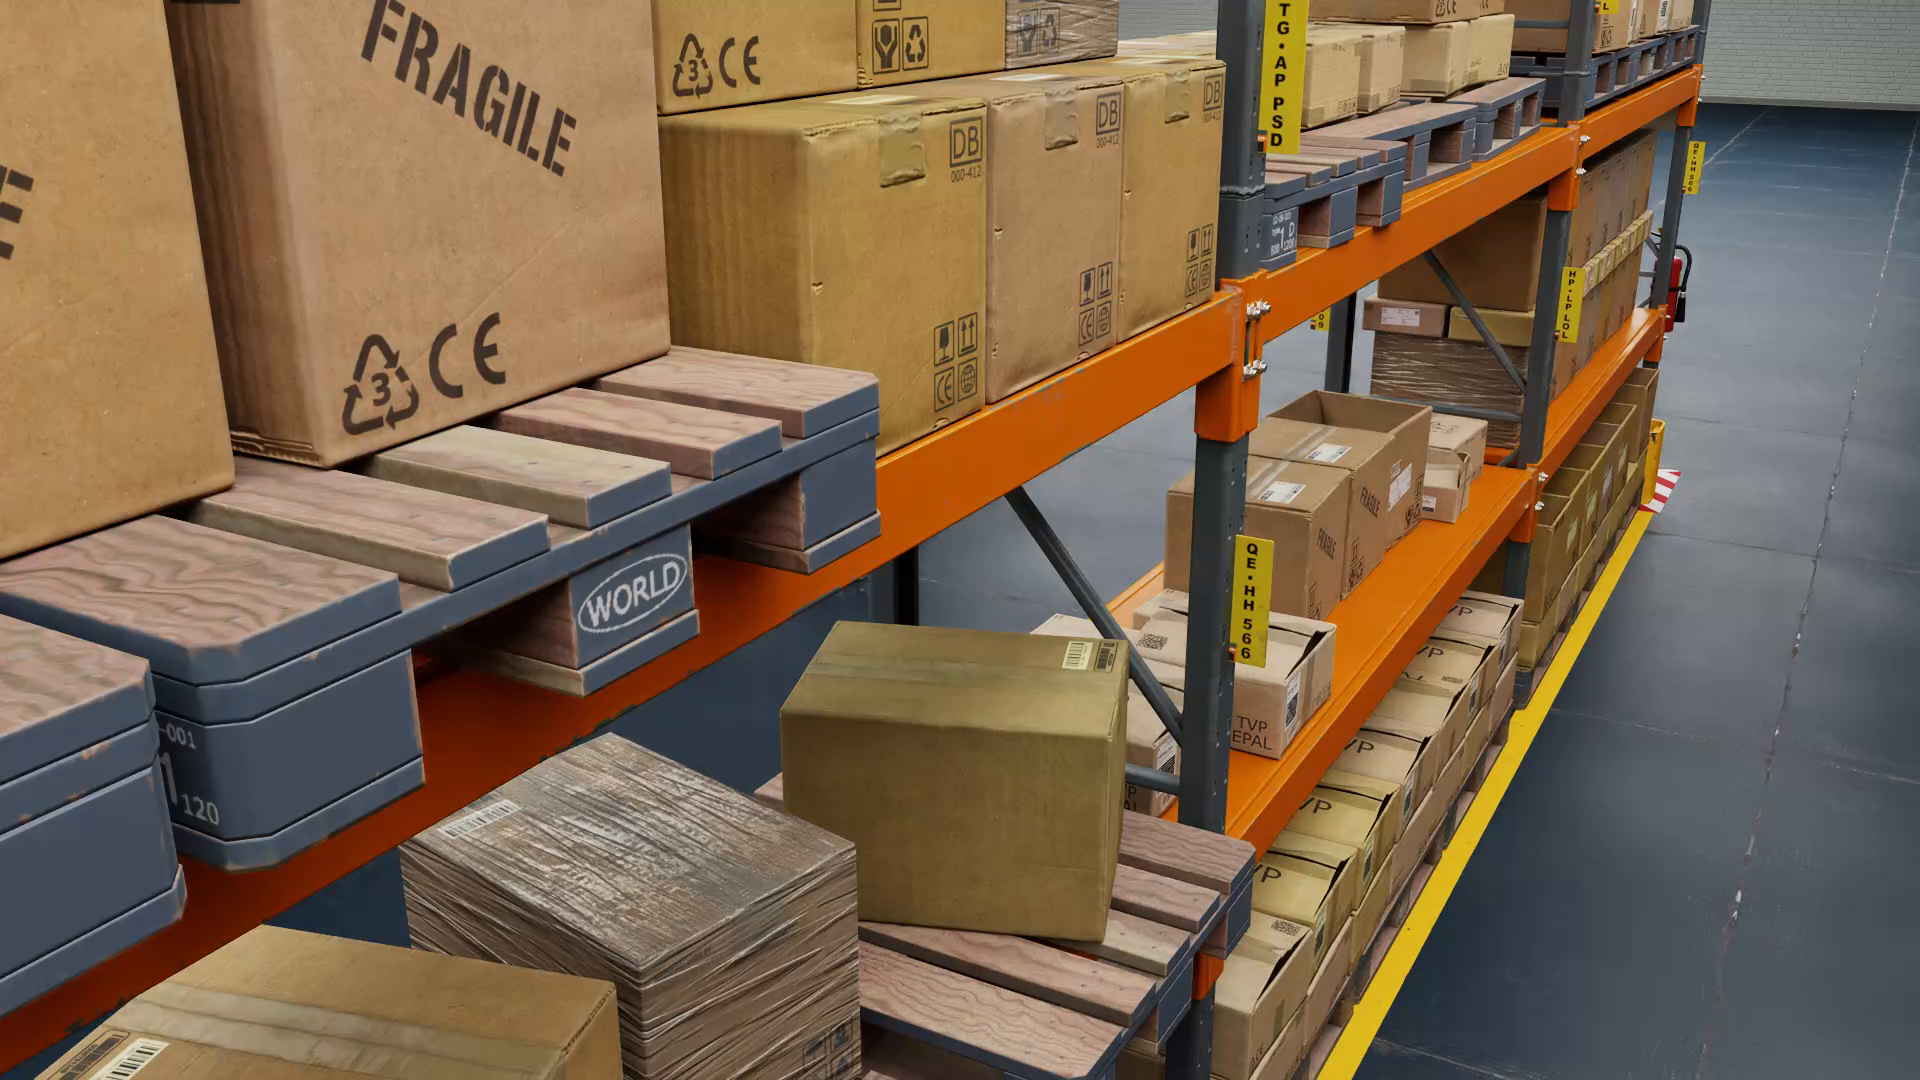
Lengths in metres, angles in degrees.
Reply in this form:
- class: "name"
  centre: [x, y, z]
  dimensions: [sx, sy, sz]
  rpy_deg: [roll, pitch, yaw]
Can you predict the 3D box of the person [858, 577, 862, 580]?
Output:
- class: "person"
  centre: [-0.767, -0.530, 9.570]
  dimensions: [0.406, 1.596, 0.307]
  rpy_deg: [11, 23, 29]
